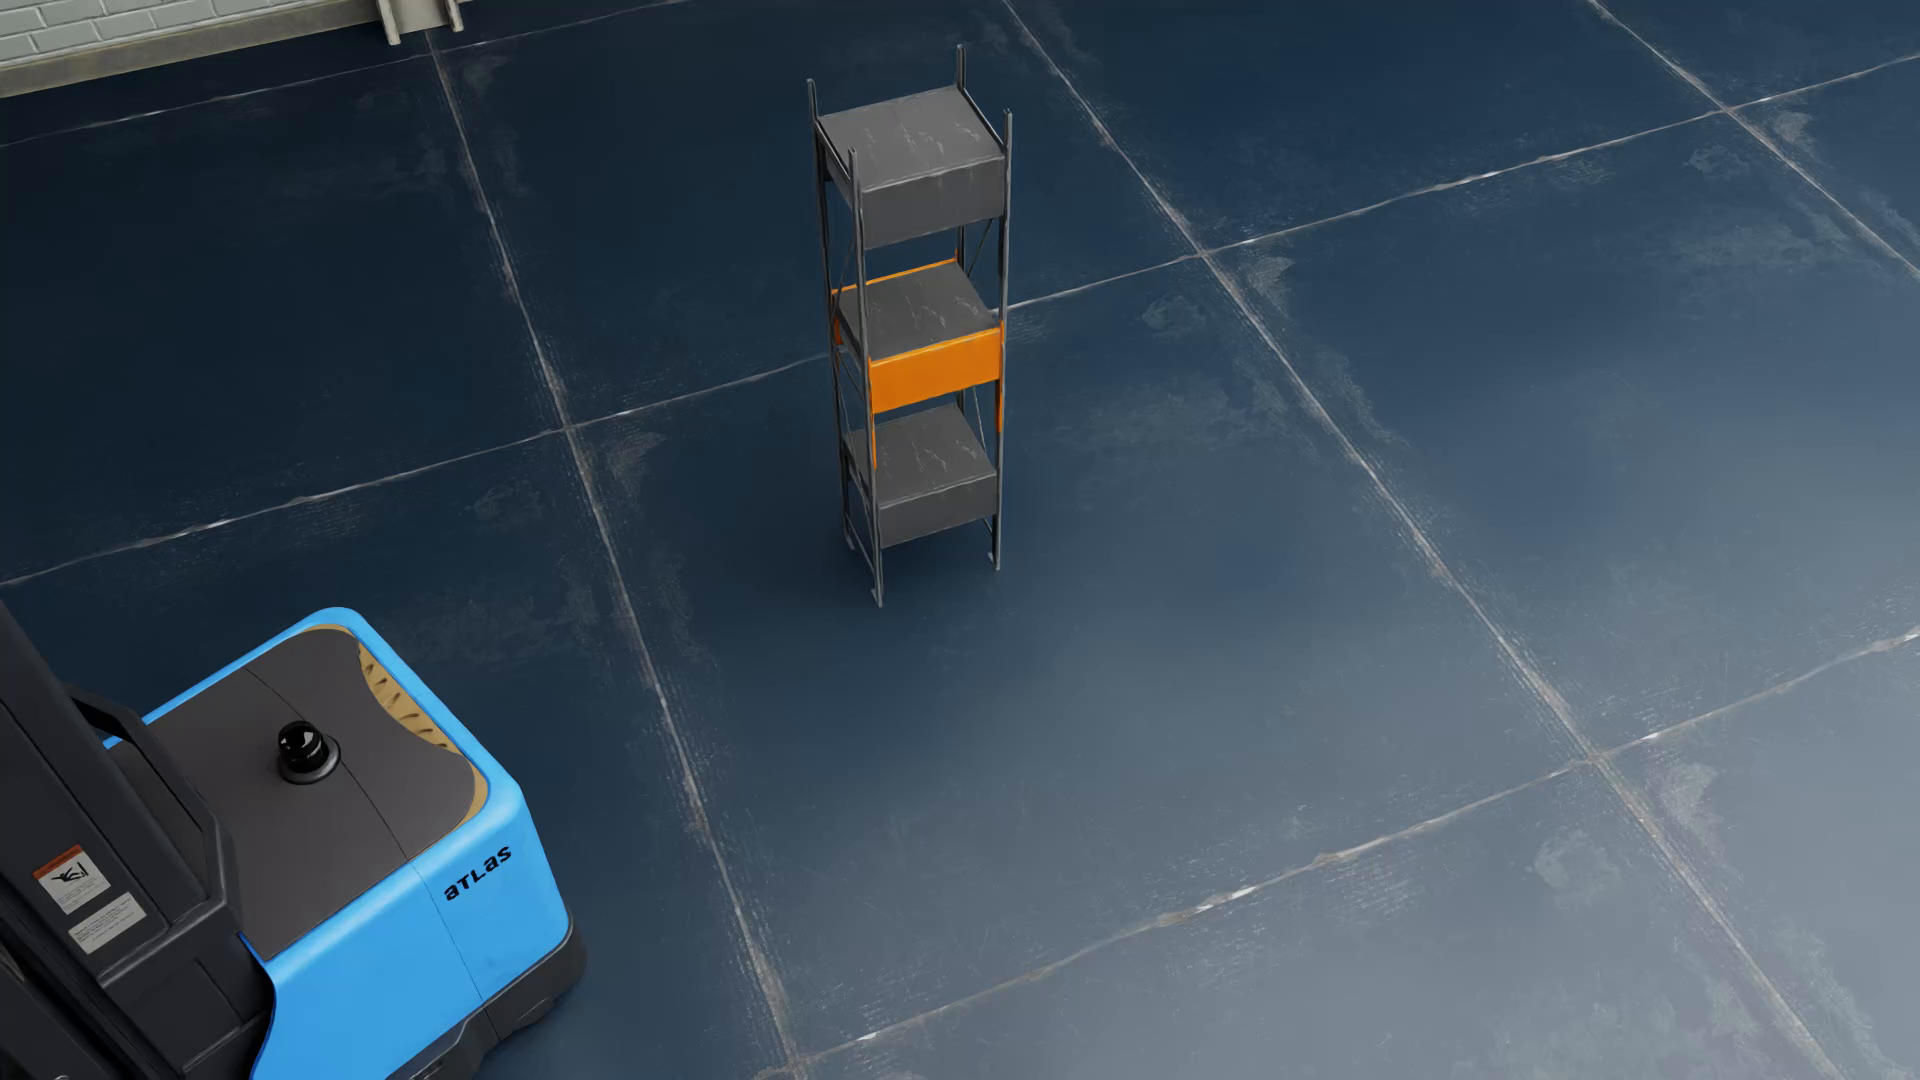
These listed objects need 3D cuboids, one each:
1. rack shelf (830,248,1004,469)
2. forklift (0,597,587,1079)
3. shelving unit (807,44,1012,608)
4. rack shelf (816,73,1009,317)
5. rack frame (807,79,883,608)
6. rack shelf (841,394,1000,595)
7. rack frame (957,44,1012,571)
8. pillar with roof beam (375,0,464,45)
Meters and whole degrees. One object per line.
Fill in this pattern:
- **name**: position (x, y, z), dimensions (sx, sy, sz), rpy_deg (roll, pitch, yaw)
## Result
- **rack shelf**: position (-0.153, -0.628, 5.764), dimensions (0.480, 0.518, 0.431), rpy_deg (-17, 52, -14)
- **forklift**: position (-2.607, 0.962, 3.832), dimensions (3.031, 2.935, 1.130), rpy_deg (-36, 58, -27)
- **shelving unit**: position (-0.153, -0.637, 5.753), dimensions (0.503, 2.100, 0.431), rpy_deg (-17, 52, -14)
- **rack shelf**: position (-0.153, -1.084, 5.233), dimensions (0.480, 0.518, 0.431), rpy_deg (-17, 52, -14)
- **rack frame**: position (-0.379, -0.567, 5.693), dimensions (0.015, 2.100, 0.400), rpy_deg (-17, 52, -14)
- **rack shelf**: position (-0.153, -0.172, 6.295), dimensions (0.480, 0.518, 0.431), rpy_deg (-17, 52, -14)
- **rack frame**: position (0.073, -0.707, 5.814), dimensions (0.015, 2.100, 0.400), rpy_deg (-17, 52, -14)
- **pillar with roof beam**: position (-1.281, -2.704, 2.981), dimensions (0.400, 9.000, 9.100), rpy_deg (-17, 52, -14)
